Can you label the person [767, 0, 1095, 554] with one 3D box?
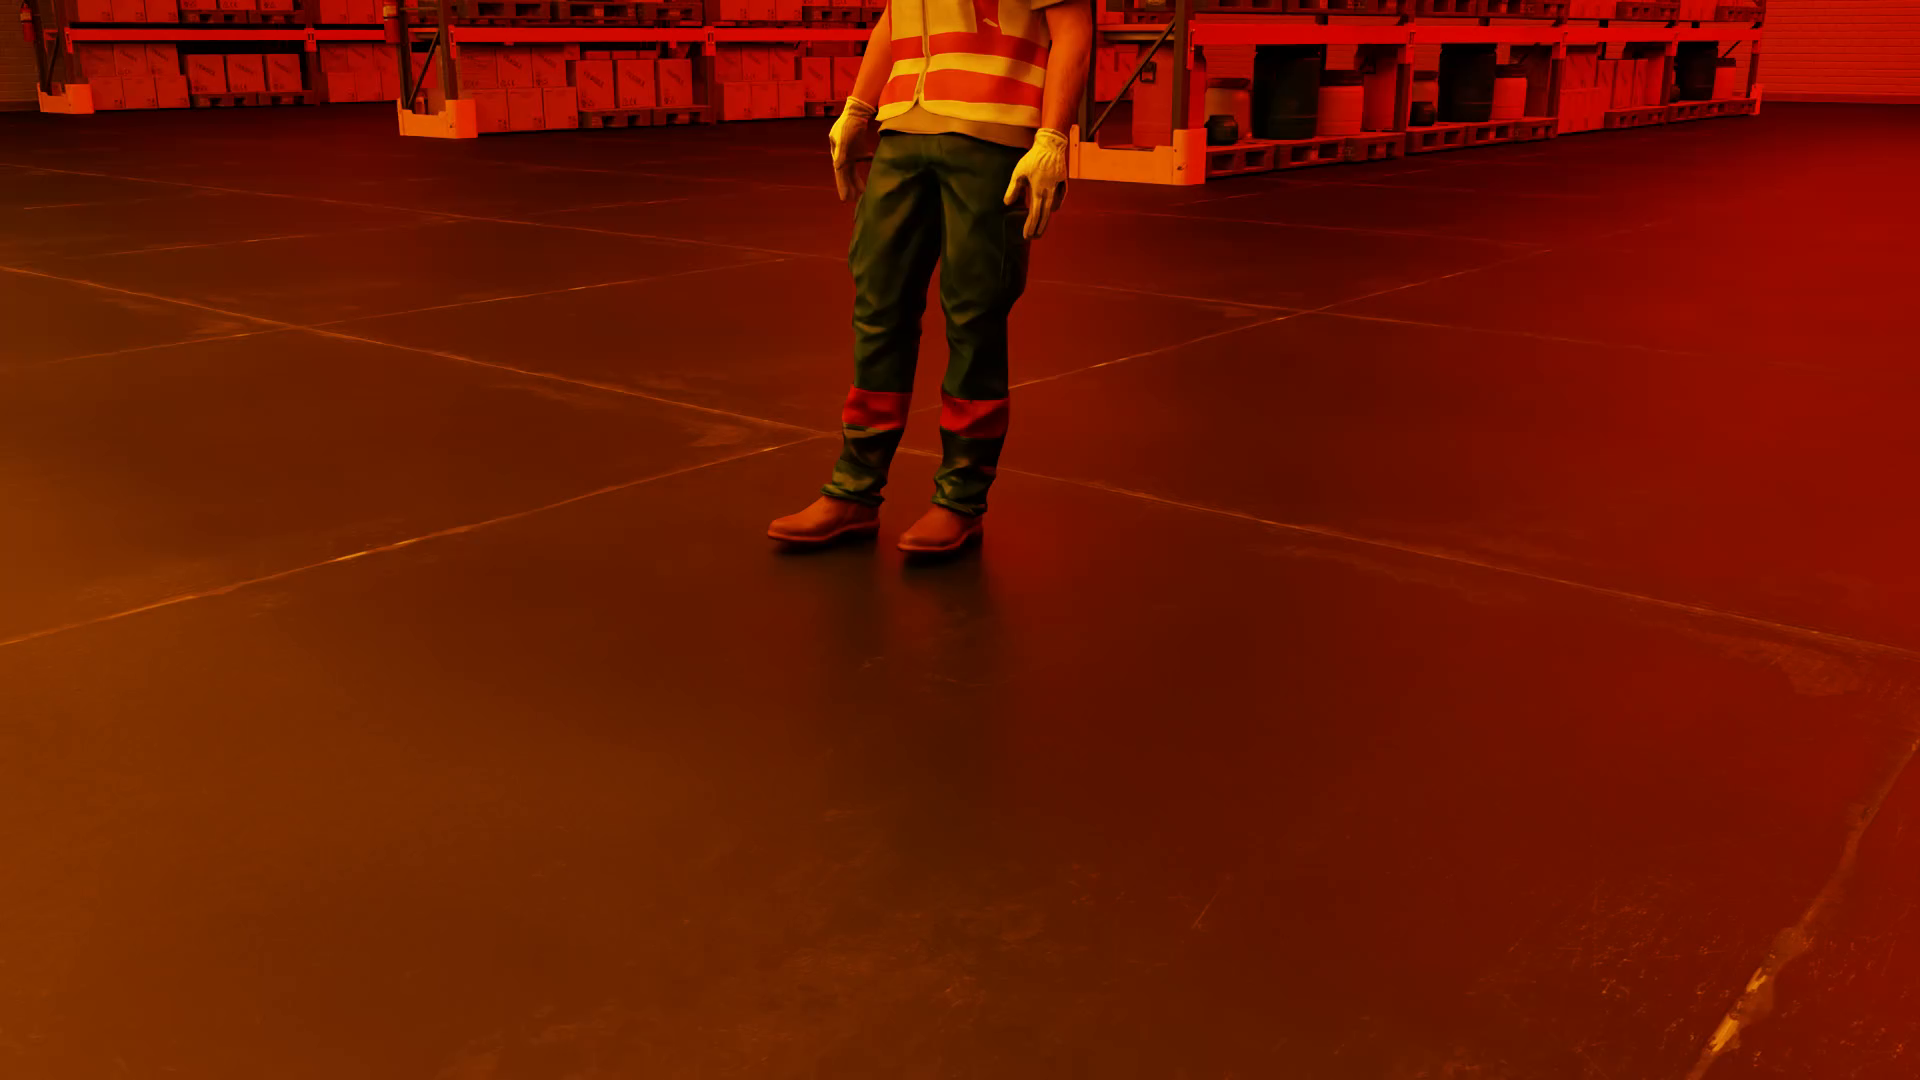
[{"bbox_3d":[-0.061,-0.848,3.629,0.637,1.787,0.564,13,21,37],"label":"person"}]
